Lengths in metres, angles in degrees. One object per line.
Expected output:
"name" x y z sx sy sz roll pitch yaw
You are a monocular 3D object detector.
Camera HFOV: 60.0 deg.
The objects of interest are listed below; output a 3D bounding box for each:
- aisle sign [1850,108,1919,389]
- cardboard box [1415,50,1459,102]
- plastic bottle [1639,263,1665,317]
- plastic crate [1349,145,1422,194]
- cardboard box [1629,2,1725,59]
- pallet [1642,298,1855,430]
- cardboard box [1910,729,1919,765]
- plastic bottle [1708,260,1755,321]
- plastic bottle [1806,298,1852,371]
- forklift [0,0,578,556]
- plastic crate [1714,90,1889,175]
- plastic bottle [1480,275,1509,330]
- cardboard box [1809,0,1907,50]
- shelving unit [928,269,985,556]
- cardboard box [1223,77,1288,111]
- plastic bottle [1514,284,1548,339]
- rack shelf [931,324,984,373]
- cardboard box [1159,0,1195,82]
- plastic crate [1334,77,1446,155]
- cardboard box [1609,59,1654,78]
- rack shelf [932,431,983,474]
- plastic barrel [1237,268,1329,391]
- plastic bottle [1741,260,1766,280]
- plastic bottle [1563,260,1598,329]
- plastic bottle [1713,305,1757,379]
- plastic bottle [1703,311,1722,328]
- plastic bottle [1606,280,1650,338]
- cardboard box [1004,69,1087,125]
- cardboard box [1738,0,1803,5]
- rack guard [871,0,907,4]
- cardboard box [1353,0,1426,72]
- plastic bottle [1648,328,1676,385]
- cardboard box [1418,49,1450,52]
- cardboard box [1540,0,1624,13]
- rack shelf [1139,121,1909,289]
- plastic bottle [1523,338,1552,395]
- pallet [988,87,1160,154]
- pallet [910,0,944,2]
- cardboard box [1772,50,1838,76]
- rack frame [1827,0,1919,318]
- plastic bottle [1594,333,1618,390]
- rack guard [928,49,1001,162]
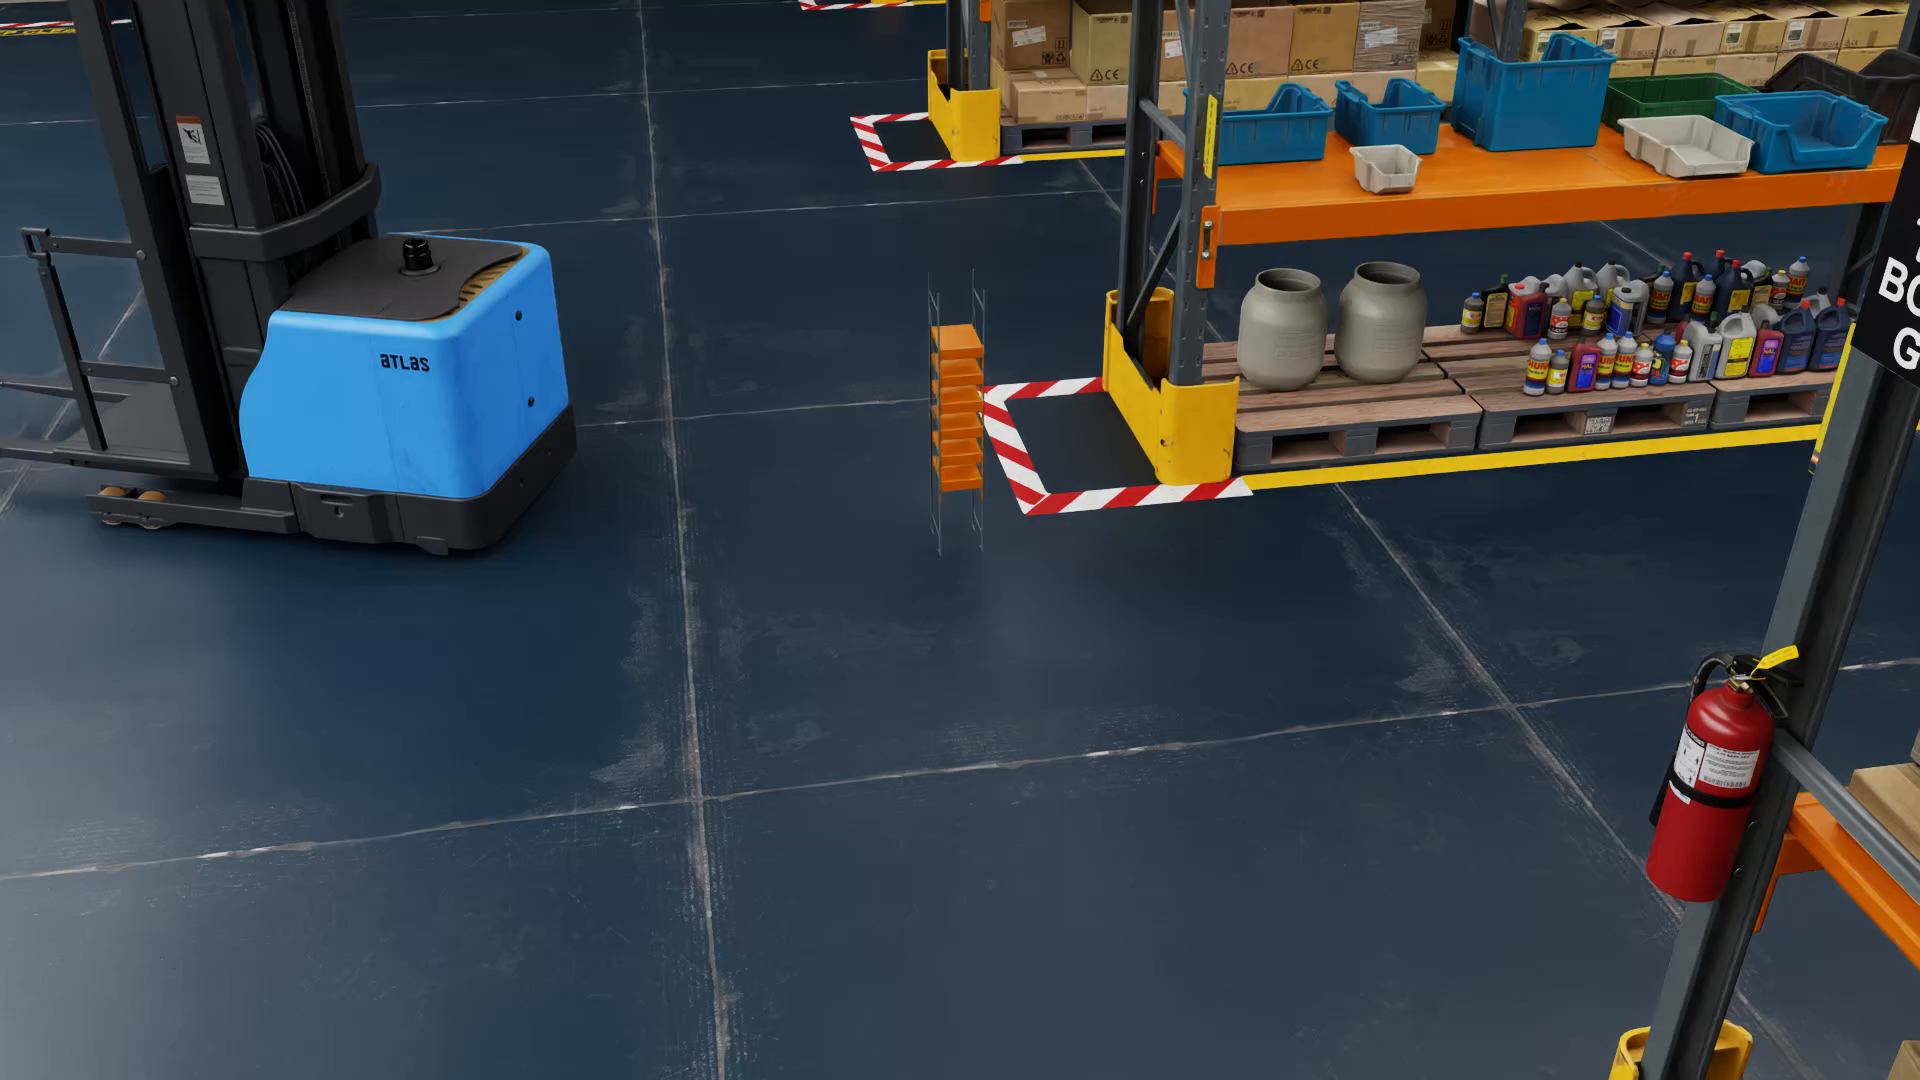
"aisle sign" 1.711 -0.609 2.761 0.004 0.787 0.394 -5 31 -9
"cardboard box" 3.563 -3.493 12.530 0.500 0.250 0.500 -5 31 -9
"plastic bottle" 3.644 -1.319 8.780 0.133 0.283 0.061 -4 31 -7
"plastic crate" 1.872 -1.621 7.308 0.250 0.136 0.298 -5 31 -9
"cardboard box" 5.433 -3.891 12.653 0.500 0.311 0.500 -6 31 -11
"pallet" 4.200 -0.936 8.634 1.213 0.211 1.003 -5 31 -9
"cardboard box" 2.372 0.448 3.137 0.500 0.500 0.875 -5 31 -9
"plastic bottle" 4.025 -1.288 8.660 0.185 0.351 0.144 -5 31 -9
"plastic bottle" 4.286 -1.024 8.211 0.185 0.351 0.144 -6 31 -10
"forklift" -3.370 -1.565 7.019 3.031 2.935 1.130 6 31 10
"plastic crate" 3.828 -1.878 7.632 0.616 0.251 0.499 -5 31 -9
"plastic bottle" 2.773 -1.238 8.642 0.133 0.283 0.061 -5 31 -8
"cardboard box" 6.933 -4.030 12.890 0.500 0.311 0.500 -6 31 -10
"shelving unit" -0.014 -0.516 6.944 0.189 1.200 0.258 -5 31 -9
"cardboard box" 2.088 -3.353 12.292 0.500 0.250 0.500 -5 31 -9
"plastic bottle" 2.934 -1.175 8.534 0.133 0.283 0.061 -5 31 -9
"rack shelf" -0.014 -0.788 6.784 0.180 0.103 0.258 -5 31 -9
"cardboard box" 1.594 -3.639 12.038 0.500 0.500 0.500 -5 31 -9
"plastic crate" 2.012 -2.001 7.840 0.408 0.251 0.499 -5 31 -9
"cardboard box" 4.924 -3.604 12.718 0.500 0.250 0.500 -5 31 -8
"rack shelf" -0.014 -0.374 7.027 0.180 0.103 0.258 -5 31 -9
"plastic barrel" 1.567 -1.020 8.066 0.421 0.512 0.421 0 30 0
"plastic bottle" 4.163 -1.341 8.824 0.135 0.276 0.152 -4 31 -7
"plastic bottle" 3.213 -1.287 8.658 0.185 0.351 0.144 -4 31 -7
"plastic bottle" 3.780 -0.977 8.132 0.185 0.351 0.144 -5 31 -9
"plastic bottle" 3.736 -0.997 8.232 0.133 0.283 0.061 -5 31 -9
"plastic bottle" 3.447 -1.200 8.584 0.135 0.276 0.152 -5 31 -9
"cardboard box" 0.613 -3.217 12.061 0.500 0.250 0.500 -5 31 -9
"cardboard box" 6.329 -4.252 13.268 0.500 0.311 0.500 -6 31 -10
"rack guard" -0.776 -5.682 16.421 0.348 0.500 1.175 -5 31 -9
"cardboard box" 3.069 -3.777 12.272 0.500 0.500 0.500 -5 31 -9
"plastic bottle" 3.408 -0.896 8.072 0.097 0.271 0.097 0 30 0
"cardboard box" 3.469 -3.753 12.972 0.500 0.250 0.500 -5 31 -9
"cardboard box" 4.837 -4.117 13.037 0.500 0.311 0.500 -4 31 -8
"rack shelf" 2.901 -1.686 7.868 4.000 0.370 1.077 -5 31 -9
"plastic bottle" 2.773 -0.837 7.972 0.097 0.271 0.097 0 30 0
"pallet" 0.790 -3.172 12.437 1.213 0.211 1.003 -5 31 -9
"pallet" 0.029 -5.614 16.590 1.213 0.211 1.003 -5 31 -9
"cardboard box" 6.439 -3.747 12.961 0.500 0.250 0.500 -5 31 -8
"rack frame" 4.868 -2.179 7.996 0.127 3.000 1.000 -5 31 -9
"plastic bottle" 3.110 -0.869 8.025 0.097 0.271 0.097 0 30 0
"rack guard" 0.021 -3.204 12.205 0.348 0.500 1.175 -5 31 -9
